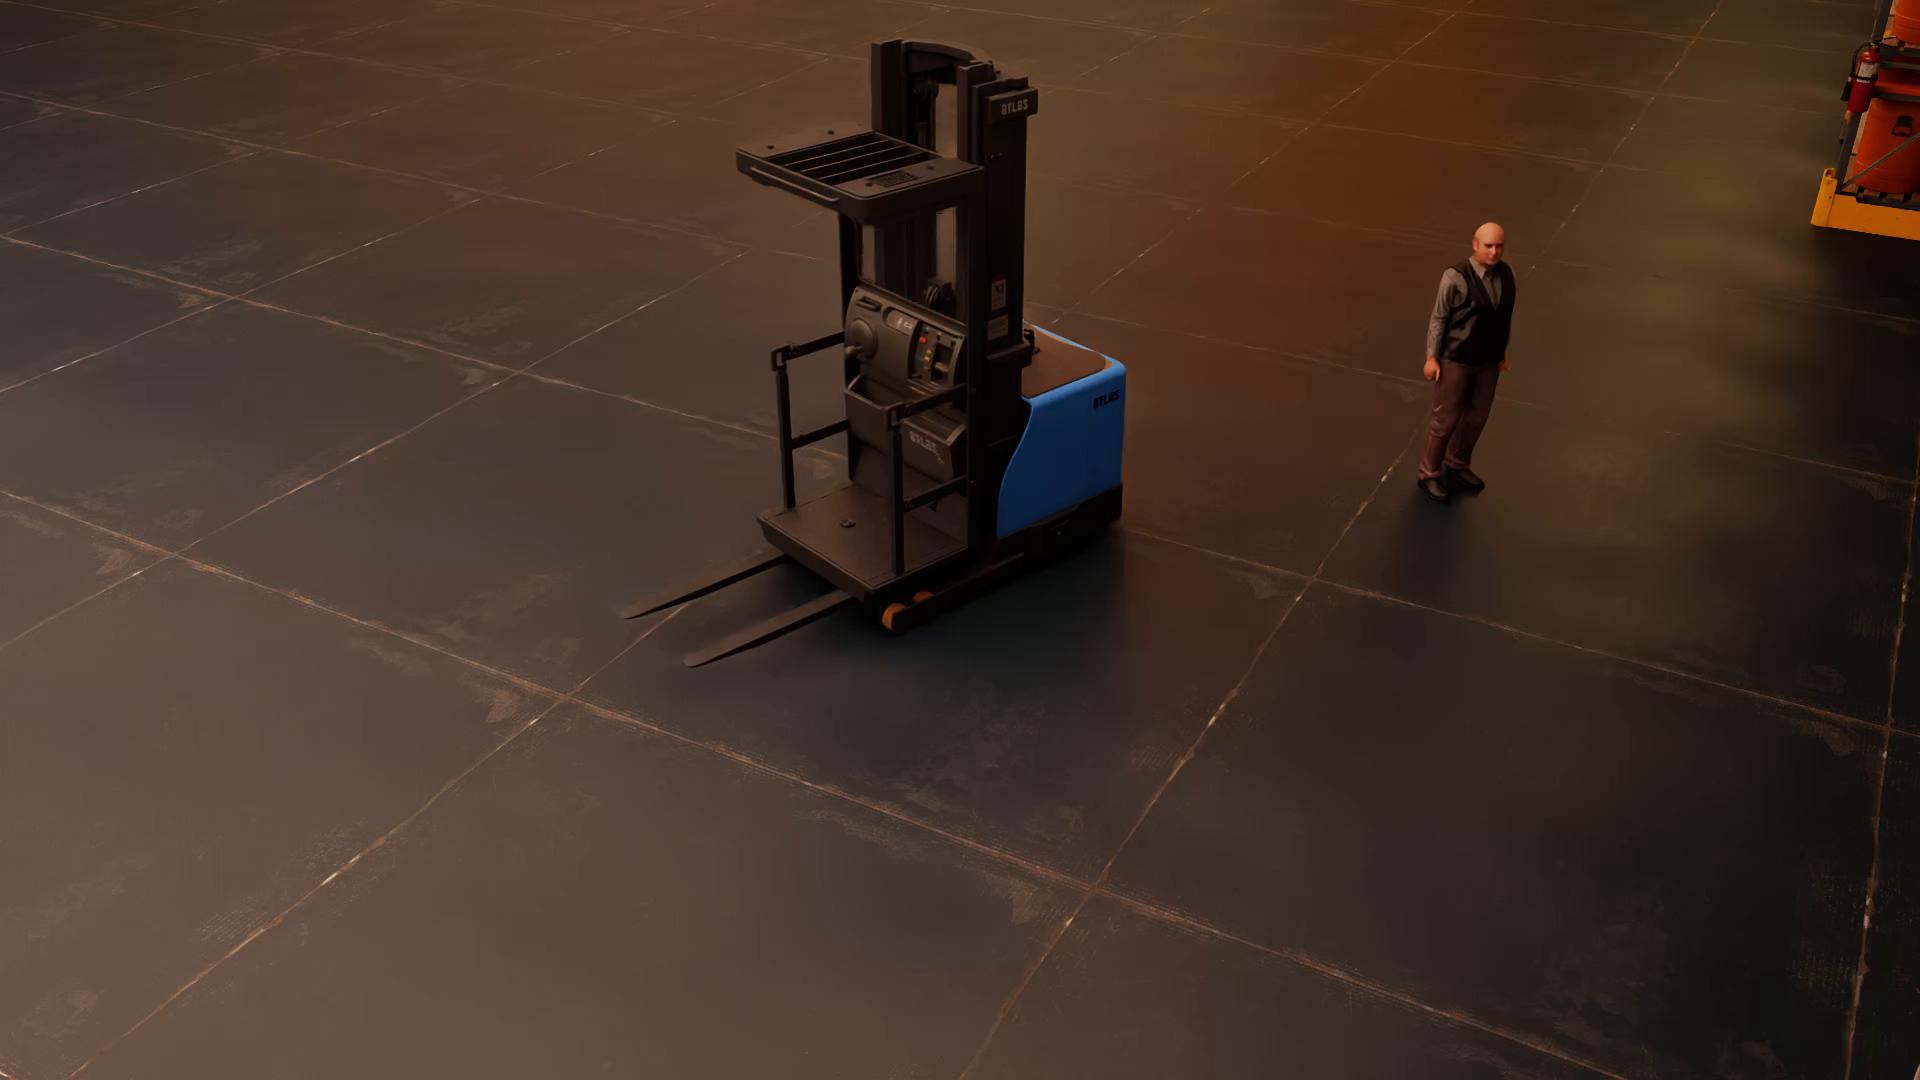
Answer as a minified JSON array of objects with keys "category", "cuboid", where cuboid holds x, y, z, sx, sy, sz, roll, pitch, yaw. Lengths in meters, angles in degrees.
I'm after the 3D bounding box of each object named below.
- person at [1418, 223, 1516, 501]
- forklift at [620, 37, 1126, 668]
[{"category":"person","cuboid":[3.123,-1.094,10.179,0.591,1.725,0.392,-12,32,-19]},{"category":"forklift","cuboid":[-0.461,-1.054,8.896,3.031,2.935,1.130,-24,38,-35]}]
